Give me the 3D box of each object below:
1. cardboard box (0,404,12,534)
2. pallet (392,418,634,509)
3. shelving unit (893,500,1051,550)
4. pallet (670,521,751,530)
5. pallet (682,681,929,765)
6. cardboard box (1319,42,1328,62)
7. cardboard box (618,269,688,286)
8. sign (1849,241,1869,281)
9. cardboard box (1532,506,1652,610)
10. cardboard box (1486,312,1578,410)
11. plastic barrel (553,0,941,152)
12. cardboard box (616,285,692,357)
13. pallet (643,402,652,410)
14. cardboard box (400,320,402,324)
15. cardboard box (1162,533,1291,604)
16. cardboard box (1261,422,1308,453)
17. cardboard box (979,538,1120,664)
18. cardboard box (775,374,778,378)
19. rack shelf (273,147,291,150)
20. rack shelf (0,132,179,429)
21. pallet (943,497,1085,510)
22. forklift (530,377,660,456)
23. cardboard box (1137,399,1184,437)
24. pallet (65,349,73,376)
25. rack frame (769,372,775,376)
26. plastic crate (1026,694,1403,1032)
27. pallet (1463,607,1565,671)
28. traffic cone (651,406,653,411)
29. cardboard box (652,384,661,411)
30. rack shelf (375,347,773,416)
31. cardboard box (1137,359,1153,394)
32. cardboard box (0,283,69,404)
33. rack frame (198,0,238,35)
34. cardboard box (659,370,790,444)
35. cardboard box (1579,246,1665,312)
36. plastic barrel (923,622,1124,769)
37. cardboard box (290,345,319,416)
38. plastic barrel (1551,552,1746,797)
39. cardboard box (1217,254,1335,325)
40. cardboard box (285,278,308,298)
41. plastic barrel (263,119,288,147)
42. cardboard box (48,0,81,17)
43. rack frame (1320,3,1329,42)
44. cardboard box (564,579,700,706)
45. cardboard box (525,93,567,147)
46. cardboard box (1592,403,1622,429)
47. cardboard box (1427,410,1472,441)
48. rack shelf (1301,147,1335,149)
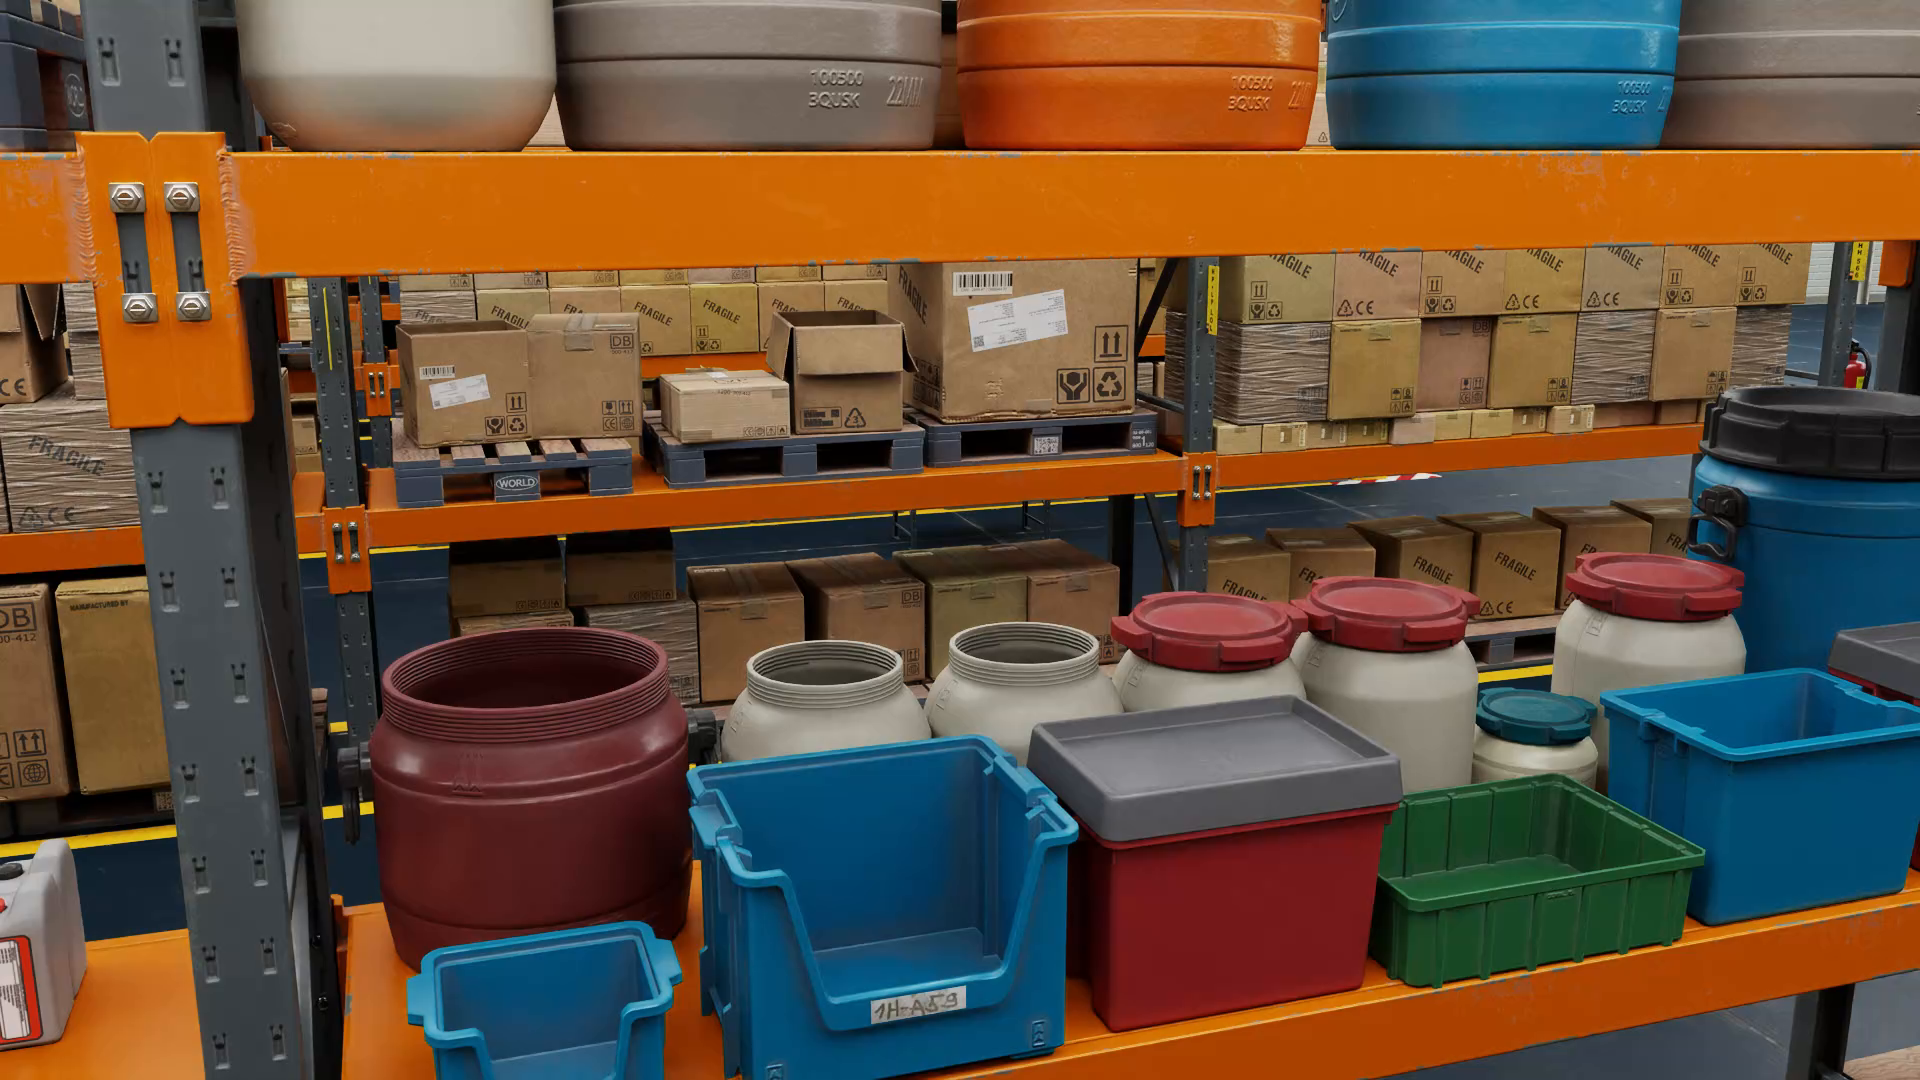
[{"bbox_3d":[-4.108,-0.301,6.709,0.500,0.500,0.500,-5,14,-20],"label":"cardboard box"},{"bbox_3d":[-2.112,-0.400,7.757,1.003,0.211,1.213,-4,14,-18],"label":"pallet"},{"bbox_3d":[0.081,-0.736,11.996,1.048,1.500,0.538,-4,14,-18],"label":"shelving unit"},{"bbox_3d":[-2.314,-0.287,12.893,1.213,0.211,1.003,-4,14,-18],"label":"pallet"},{"bbox_3d":[-0.858,0.793,8.354,1.213,0.211,1.003,-4,14,-18],"label":"pallet"},{"bbox_3d":[2.894,-3.964,13.539,0.250,0.149,0.380,-4,14,-18],"label":"cardboard box"},{"bbox_3d":[-2.363,-2.192,12.501,0.500,0.500,0.700,-5,14,-19],"label":"cardboard box"},{"bbox_3d":[4.986,-1.602,9.209,0.005,0.325,0.100,-4,14,-18],"label":"sign"},{"bbox_3d":[3.676,0.098,9.743,0.500,0.500,0.500,-1,13,-3],"label":"cardboard box"},{"bbox_3d":[2.897,-1.042,9.181,0.500,0.500,0.875,-4,14,-18],"label":"cardboard box"},{"bbox_3d":[-0.327,-1.047,2.498,0.600,0.901,0.600,0,13,0],"label":"plastic barrel"},{"bbox_3d":[-2.296,-1.647,12.368,0.500,0.500,0.500,-5,14,-19],"label":"cardboard box"},{"bbox_3d":[-2.861,-1.472,17.874,1.213,0.211,1.003,-4,14,-18],"label":"pallet"},{"bbox_3d":[-6.906,-2.771,21.536,0.625,0.625,0.875,-4,14,-16],"label":"cardboard box"},{"bbox_3d":[1.429,0.278,8.985,0.500,0.500,0.500,-5,14,-20],"label":"cardboard box"},{"bbox_3d":[1.578,-0.556,8.541,0.250,0.149,0.380,-4,14,-18],"label":"cardboard box"},{"bbox_3d":[0.448,0.330,8.724,0.500,0.500,0.700,-6,14,-22],"label":"cardboard box"},{"bbox_3d":[-1.527,-1.650,16.364,0.500,0.500,0.500,-4,14,-18],"label":"cardboard box"},{"bbox_3d":[-4.649,-1.379,6.531,4.000,0.370,1.077,-4,14,-18],"label":"rack shelf"},{"bbox_3d":[-3.070,-0.293,1.964,4.000,0.370,1.077,-4,14,-18],"label":"rack shelf"},{"bbox_3d":[0.297,-0.490,13.748,1.213,0.211,1.003,-4,14,-18],"label":"pallet"},{"bbox_3d":[-2.900,-2.174,14.949,3.031,2.935,1.130,-6,14,-22],"label":"forklift"},{"bbox_3d":[1.147,-0.671,9.024,0.250,0.149,0.380,-4,14,-18],"label":"cardboard box"},{"bbox_3d":[-6.103,-1.264,11.391,1.213,0.211,1.003,-4,14,-18],"label":"pallet"},{"bbox_3d":[-2.123,-2.886,17.794,0.127,3.000,1.000,-4,14,-18],"label":"rack frame"},{"bbox_3d":[0.455,0.586,3.061,0.583,0.464,0.402,-4,14,-18],"label":"plastic crate"},{"bbox_3d":[2.821,0.496,9.603,1.213,0.211,1.003,-4,14,-18],"label":"pallet"},{"bbox_3d":[-2.808,-1.013,15.400,0.334,0.463,0.336,-4,14,-18],"label":"traffic cone"},{"bbox_3d":[-1.924,-0.782,12.902,0.750,0.750,1.050,-4,14,-18],"label":"cardboard box"},{"bbox_3d":[-2.344,-1.310,12.724,4.000,0.370,1.077,-4,14,-18],"label":"rack shelf"},{"bbox_3d":[1.023,-1.077,13.873,0.875,0.875,0.875,-4,14,-18],"label":"cardboard box"},{"bbox_3d":[-4.071,-0.856,6.876,0.637,0.503,0.797,-4,14,-17],"label":"cardboard box"},{"bbox_3d":[-1.174,-2.250,2.155,0.127,3.000,1.000,-4,14,-18],"label":"rack frame"},{"bbox_3d":[-1.092,-0.622,7.692,0.500,0.250,0.500,-5,14,-20],"label":"cardboard box"},{"bbox_3d":[3.439,-1.518,9.024,0.500,0.500,0.500,-4,14,-18],"label":"cardboard box"},{"bbox_3d":[0.132,0.461,3.483,0.421,0.512,0.421,0,13,0],"label":"plastic barrel"},{"bbox_3d":[-6.596,-1.729,16.613,0.875,0.875,0.875,-5,14,-19],"label":"cardboard box"},{"bbox_3d":[1.640,0.330,3.979,0.433,0.535,0.433,0,13,0],"label":"plastic barrel"},{"bbox_3d":[1.545,-1.370,8.400,0.500,0.500,0.500,-4,14,-18],"label":"cardboard box"},{"bbox_3d":[-4.558,-1.748,11.357,0.250,0.149,0.380,-5,14,-20],"label":"cardboard box"},{"bbox_3d":[-0.956,-0.744,2.643,0.294,0.245,0.294,0,13,0],"label":"plastic barrel"},{"bbox_3d":[-3.309,-2.070,6.752,0.637,0.503,0.797,-4,14,-15],"label":"cardboard box"},{"bbox_3d":[3.342,-5.022,13.808,0.127,3.000,1.000,-4,14,-18],"label":"rack frame"},{"bbox_3d":[-1.604,0.487,8.064,0.500,0.500,0.700,-6,15,-23],"label":"cardboard box"},{"bbox_3d":[-1.741,-1.820,7.156,0.500,0.250,0.500,-4,14,-17],"label":"cardboard box"},{"bbox_3d":[3.445,-0.723,9.245,0.250,0.149,0.380,-4,14,-18],"label":"cardboard box"},{"bbox_3d":[2.514,-0.638,8.886,0.250,0.149,0.380,-4,14,-18],"label":"cardboard box"},{"bbox_3d":[2.933,-1.970,9.013,4.000,0.370,1.077,-4,14,-18],"label":"rack shelf"}]
